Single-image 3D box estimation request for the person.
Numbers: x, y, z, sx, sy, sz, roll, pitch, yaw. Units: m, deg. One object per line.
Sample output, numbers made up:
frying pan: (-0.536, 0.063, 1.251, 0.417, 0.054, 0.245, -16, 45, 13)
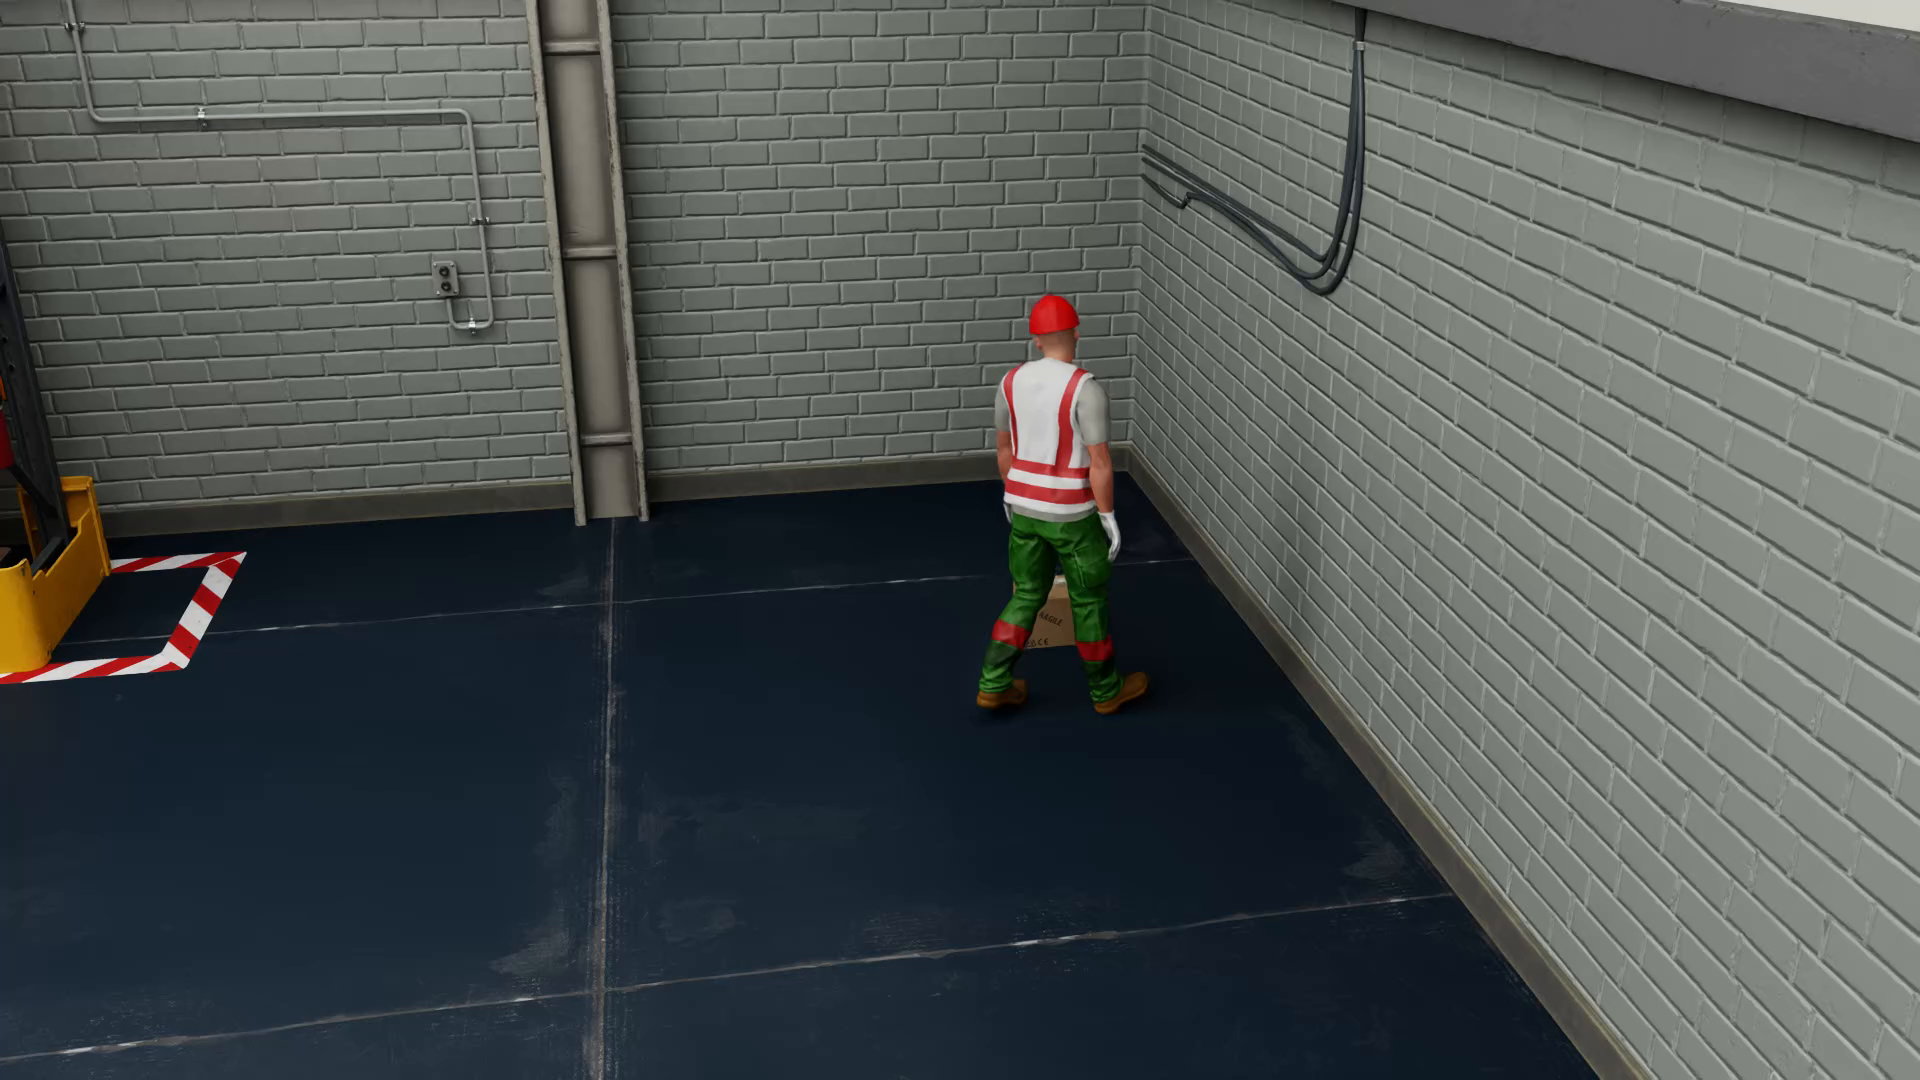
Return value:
person: (0.388, -0.113, 6.872, 0.645, 1.764, 0.676, 20, 30, 39)
